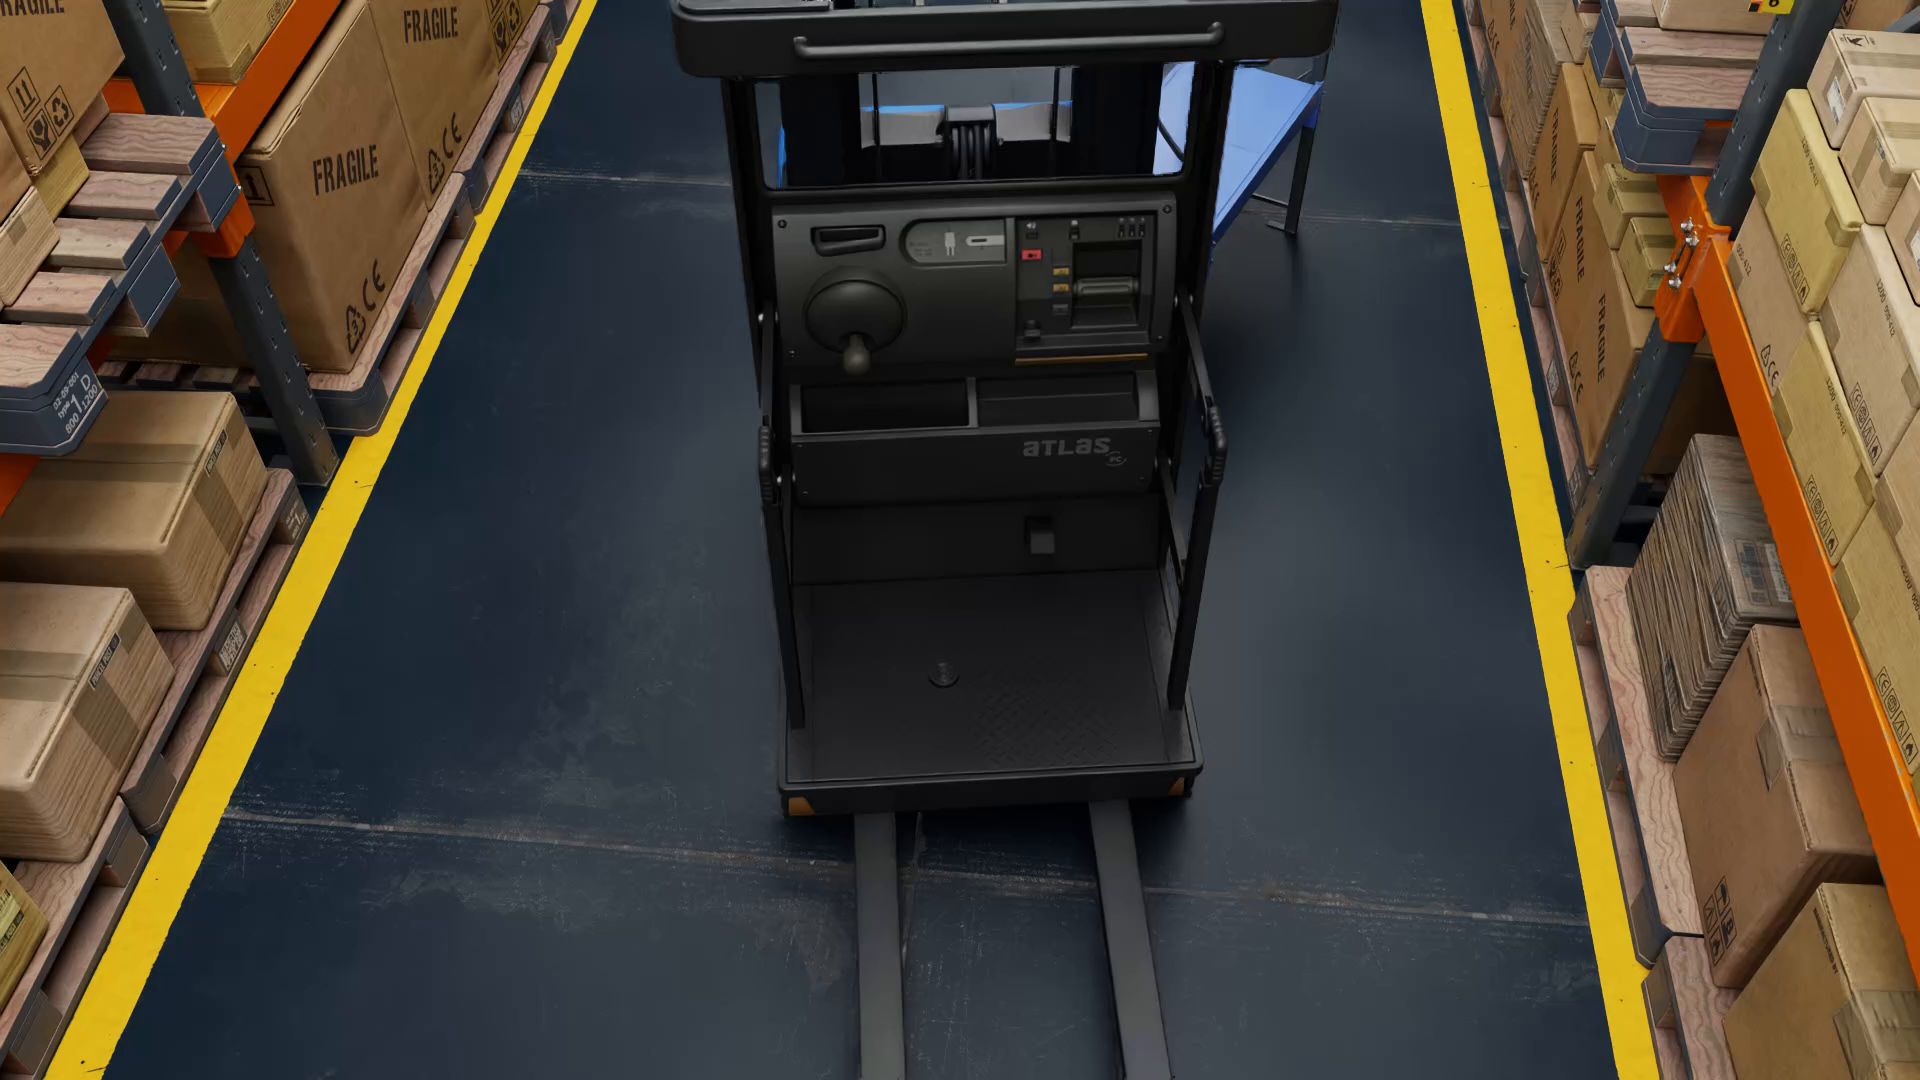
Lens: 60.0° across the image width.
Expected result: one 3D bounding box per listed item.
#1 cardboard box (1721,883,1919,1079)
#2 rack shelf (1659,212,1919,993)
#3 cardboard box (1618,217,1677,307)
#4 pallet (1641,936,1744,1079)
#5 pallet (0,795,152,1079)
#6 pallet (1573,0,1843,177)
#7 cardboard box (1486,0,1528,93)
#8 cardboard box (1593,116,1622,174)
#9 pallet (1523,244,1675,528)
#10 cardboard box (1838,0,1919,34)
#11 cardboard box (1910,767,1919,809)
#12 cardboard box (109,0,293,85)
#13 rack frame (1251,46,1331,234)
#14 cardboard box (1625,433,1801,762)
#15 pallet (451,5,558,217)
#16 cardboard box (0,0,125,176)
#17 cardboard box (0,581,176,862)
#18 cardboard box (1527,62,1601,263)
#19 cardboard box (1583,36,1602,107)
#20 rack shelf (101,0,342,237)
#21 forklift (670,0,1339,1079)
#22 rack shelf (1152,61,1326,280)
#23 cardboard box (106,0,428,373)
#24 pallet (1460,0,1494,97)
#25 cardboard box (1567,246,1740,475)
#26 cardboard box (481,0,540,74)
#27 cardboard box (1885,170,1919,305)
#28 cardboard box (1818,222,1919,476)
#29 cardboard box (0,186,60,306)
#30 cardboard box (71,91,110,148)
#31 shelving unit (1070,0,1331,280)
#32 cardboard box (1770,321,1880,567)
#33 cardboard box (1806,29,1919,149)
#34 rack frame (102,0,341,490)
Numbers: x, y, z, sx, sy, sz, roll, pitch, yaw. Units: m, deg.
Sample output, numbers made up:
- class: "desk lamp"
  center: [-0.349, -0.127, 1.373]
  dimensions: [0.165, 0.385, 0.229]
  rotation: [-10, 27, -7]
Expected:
- class: "cardboard box"
  center: [2.215, 1.167, 3.474]
  dimensions: [0.875, 0.625, 0.625]
  rotation: [2, 48, 2]
- class: "rack shelf"
  center: [2.216, 0.787, 2.985]
  dimensions: [1.077, 0.370, 4.000]
  rotation: [4, 48, 4]
- class: "cardboard box"
  center: [2.191, -0.822, 4.939]
  dimensions: [0.380, 0.149, 0.250]
  rotation: [2, 48, 2]
- class: "pallet"
  center: [2.171, 1.512, 3.724]
  dimensions: [1.003, 0.211, 1.213]
  rotation: [4, 48, 4]
- class: "pallet"
  center: [-2.732, 1.153, 4.052]
  dimensions: [1.003, 0.211, 1.213]
  rotation: [4, 48, 4]
- class: "pallet"
  center: [2.390, -1.363, 4.594]
  dimensions: [1.213, 0.211, 1.003]
  rotation: [4, 48, 4]
- class: "cardboard box"
  center: [2.406, -2.064, 6.514]
  dimensions: [0.500, 0.500, 0.500]
  rotation: [3, 48, 2]
- class: "cardboard box"
  center: [2.253, -1.215, 5.299]
  dimensions: [0.380, 0.149, 0.250]
  rotation: [2, 48, 2]
- class: "pallet"
  center: [2.504, -0.530, 5.592]
  dimensions: [1.003, 0.211, 1.213]
  rotation: [4, 48, 4]
- class: "cardboard box"
  center: [2.601, -1.468, 4.208]
  dimensions: [0.500, 0.500, 0.500]
  rotation: [6, 48, 5]
- class: "cardboard box"
  center: [1.975, 0.564, 2.803]
  dimensions: [0.500, 0.250, 0.500]
  rotation: [5, 48, 5]
- class: "cardboard box"
  center: [-2.250, -1.548, 4.735]
  dimensions: [0.500, 0.250, 0.500]
  rotation: [3, 48, 3]
- class: "rack frame"
  center: [1.056, -1.764, 5.847]
  dimensions: [0.500, 1.500, 0.032]
  rotation: [22, 51, 19]
- class: "cardboard box"
  center: [2.328, 0.192, 4.366]
  dimensions: [0.875, 0.625, 0.625]
  rotation: [5, 48, 5]
- class: "pallet"
  center: [-2.285, -1.784, 6.738]
  dimensions: [1.003, 0.211, 1.213]
  rotation: [4, 48, 4]
- class: "cardboard box"
  center: [-2.310, -1.180, 3.742]
  dimensions: [0.500, 0.500, 0.500]
  rotation: [3, 48, 2]
- class: "cardboard box"
  center: [-2.666, 0.446, 4.305]
  dimensions: [0.950, 0.372, 0.625]
  rotation: [3, 48, 3]
- class: "cardboard box"
  center: [2.324, -1.300, 5.816]
  dimensions: [0.500, 0.500, 0.500]
  rotation: [6, 48, 5]
- class: "cardboard box"
  center: [2.344, -1.590, 5.641]
  dimensions: [0.380, 0.149, 0.250]
  rotation: [3, 48, 3]
- class: "rack shelf"
  center: [-2.363, -2.483, 5.976]
  dimensions: [1.077, 0.370, 4.000]
  rotation: [4, 48, 4]
- class: "forklift"
  center: [0.053, -0.494, 3.715]
  dimensions: [1.130, 2.935, 3.031]
  rotation: [-3, 48, -2]
- class: "rack shelf"
  center: [0.811, -1.314, 5.680]
  dimensions: [0.538, 0.185, 1.000]
  rotation: [22, 51, 19]
- class: "cardboard box"
  center: [-2.400, -1.183, 5.455]
  dimensions: [0.875, 0.875, 0.875]
  rotation: [3, 48, 3]
- class: "pallet"
  center: [2.726, -2.323, 7.232]
  dimensions: [1.003, 0.211, 1.213]
  rotation: [4, 48, 4]
- class: "cardboard box"
  center: [2.223, -0.549, 5.128]
  dimensions: [0.500, 0.500, 0.500]
  rotation: [5, 48, 5]
- class: "cardboard box"
  center: [-2.232, -2.495, 6.655]
  dimensions: [0.875, 0.875, 0.875]
  rotation: [5, 48, 5]
- class: "cardboard box"
  center: [2.055, -0.577, 3.237]
  dimensions: [0.380, 0.149, 0.250]
  rotation: [5, 48, 5]
- class: "cardboard box"
  center: [2.068, -0.366, 3.315]
  dimensions: [0.500, 0.250, 0.500]
  rotation: [5, 48, 5]
- class: "cardboard box"
  center: [-2.271, -0.667, 3.713]
  dimensions: [0.380, 0.149, 0.250]
  rotation: [4, 48, 3]
- class: "cardboard box"
  center: [-2.341, -1.057, 4.069]
  dimensions: [0.380, 0.149, 0.250]
  rotation: [5, 48, 5]
- class: "shelving unit"
  center: [0.811, -1.436, 5.547]
  dimensions: [0.538, 1.500, 1.048]
  rotation: [22, 51, 19]
- class: "cardboard box"
  center: [2.064, -0.196, 3.498]
  dimensions: [0.500, 0.250, 0.500]
  rotation: [3, 48, 3]
- class: "cardboard box"
  center: [2.076, -0.964, 3.591]
  dimensions: [0.380, 0.149, 0.250]
  rotation: [5, 48, 5]
- class: "rack frame"
  center: [-2.545, -1.256, 4.366]
  dimensions: [1.000, 3.000, 0.127]
  rotation: [4, 48, 4]
